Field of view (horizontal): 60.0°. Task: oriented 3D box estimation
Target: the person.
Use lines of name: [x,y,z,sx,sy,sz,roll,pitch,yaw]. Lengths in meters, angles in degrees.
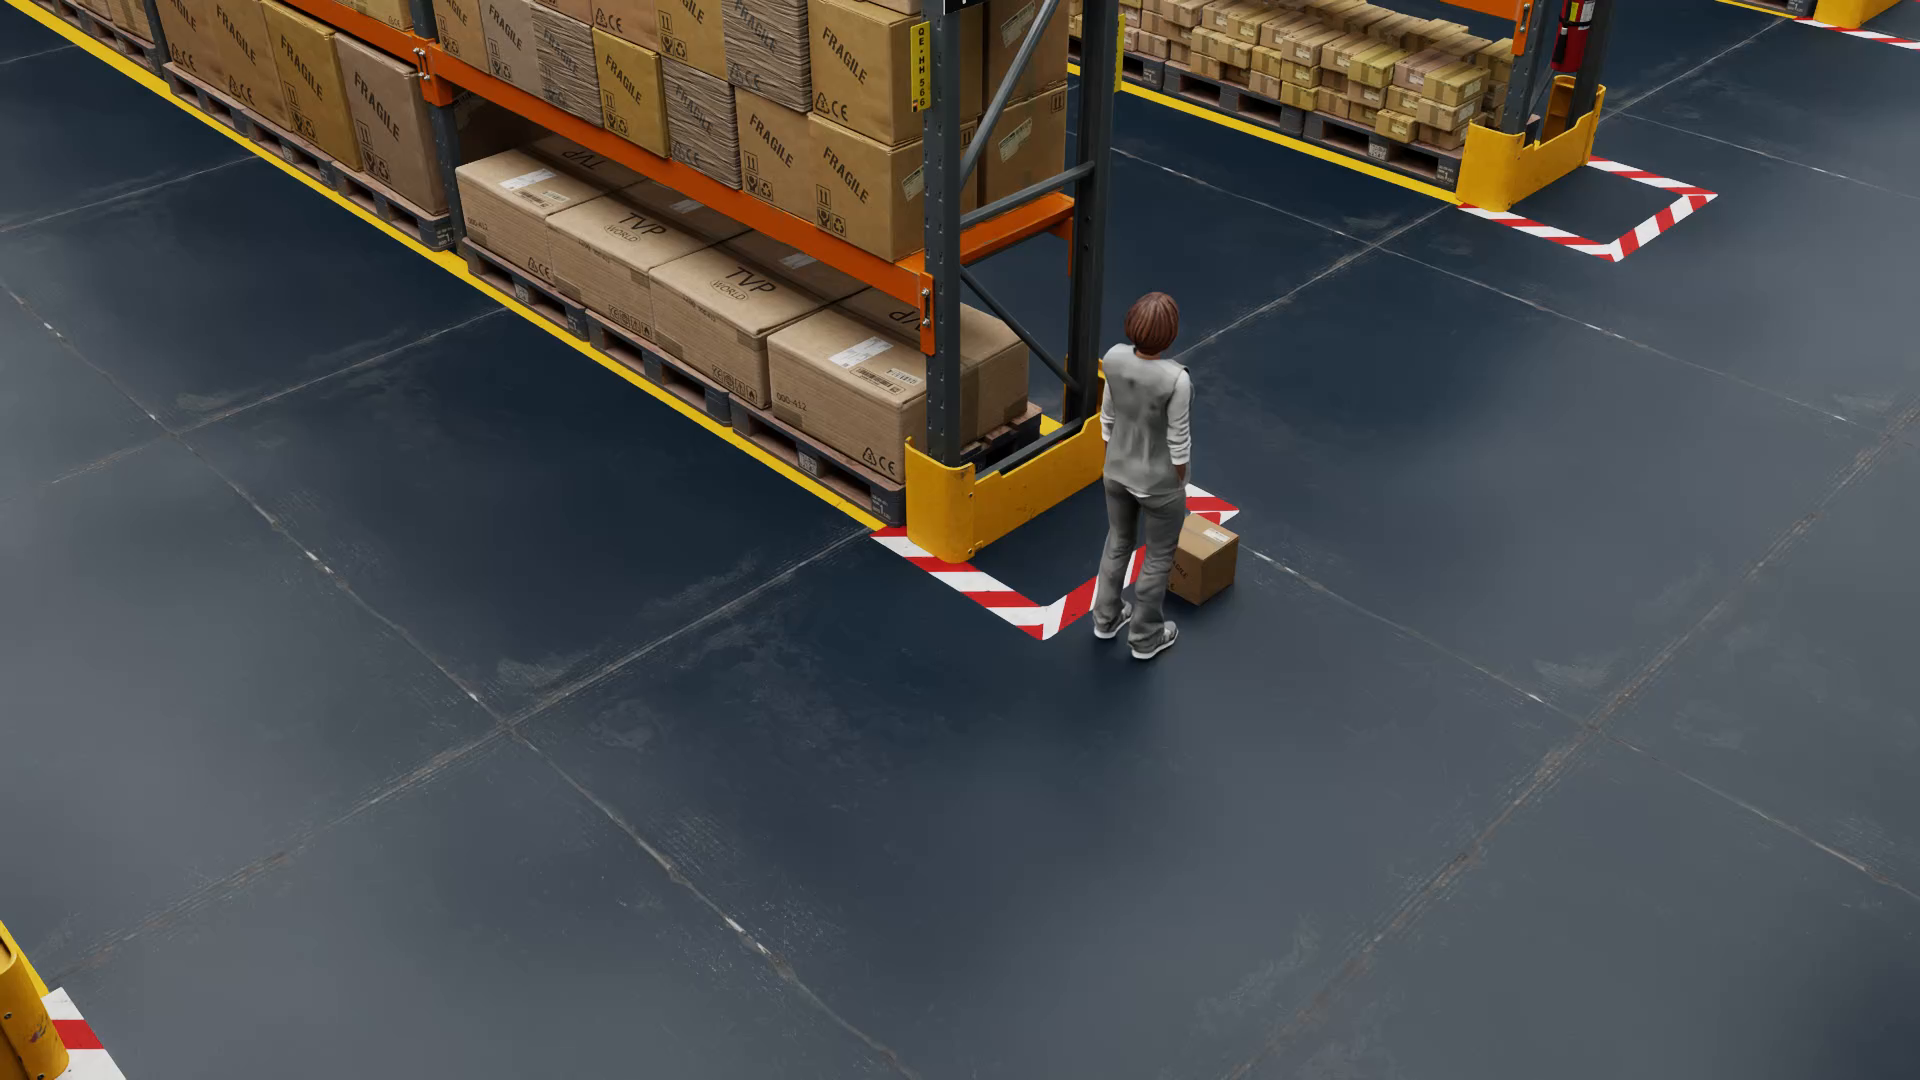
person: [0.713,-0.246,6.502,0.406,1.604,0.309,26,43,31]
